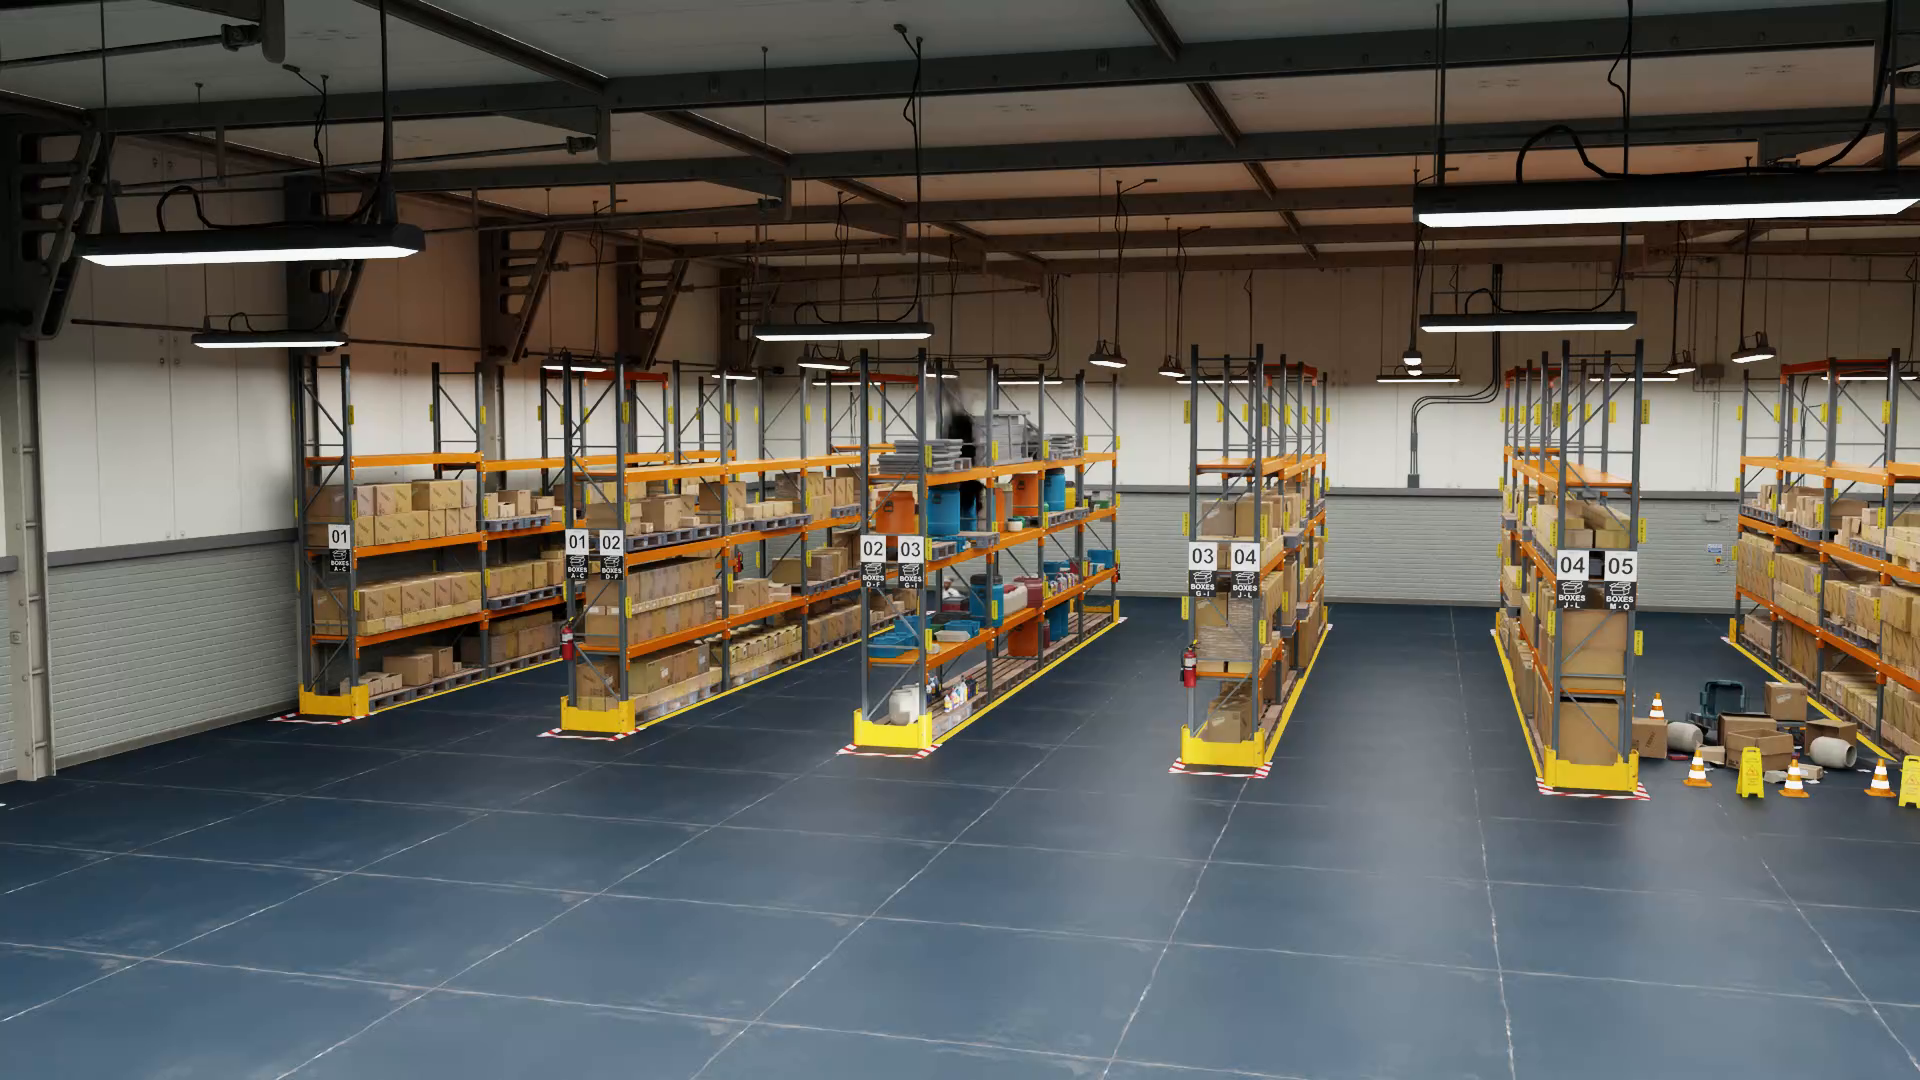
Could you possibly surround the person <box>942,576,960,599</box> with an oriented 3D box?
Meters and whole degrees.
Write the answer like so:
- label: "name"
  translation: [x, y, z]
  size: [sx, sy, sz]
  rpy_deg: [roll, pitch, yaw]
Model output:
- label: "person"
  translation: [-0.223, 1.592, 34.345]
  size: [0.569, 1.734, 0.735]
  rpy_deg: [2, 5, 21]
